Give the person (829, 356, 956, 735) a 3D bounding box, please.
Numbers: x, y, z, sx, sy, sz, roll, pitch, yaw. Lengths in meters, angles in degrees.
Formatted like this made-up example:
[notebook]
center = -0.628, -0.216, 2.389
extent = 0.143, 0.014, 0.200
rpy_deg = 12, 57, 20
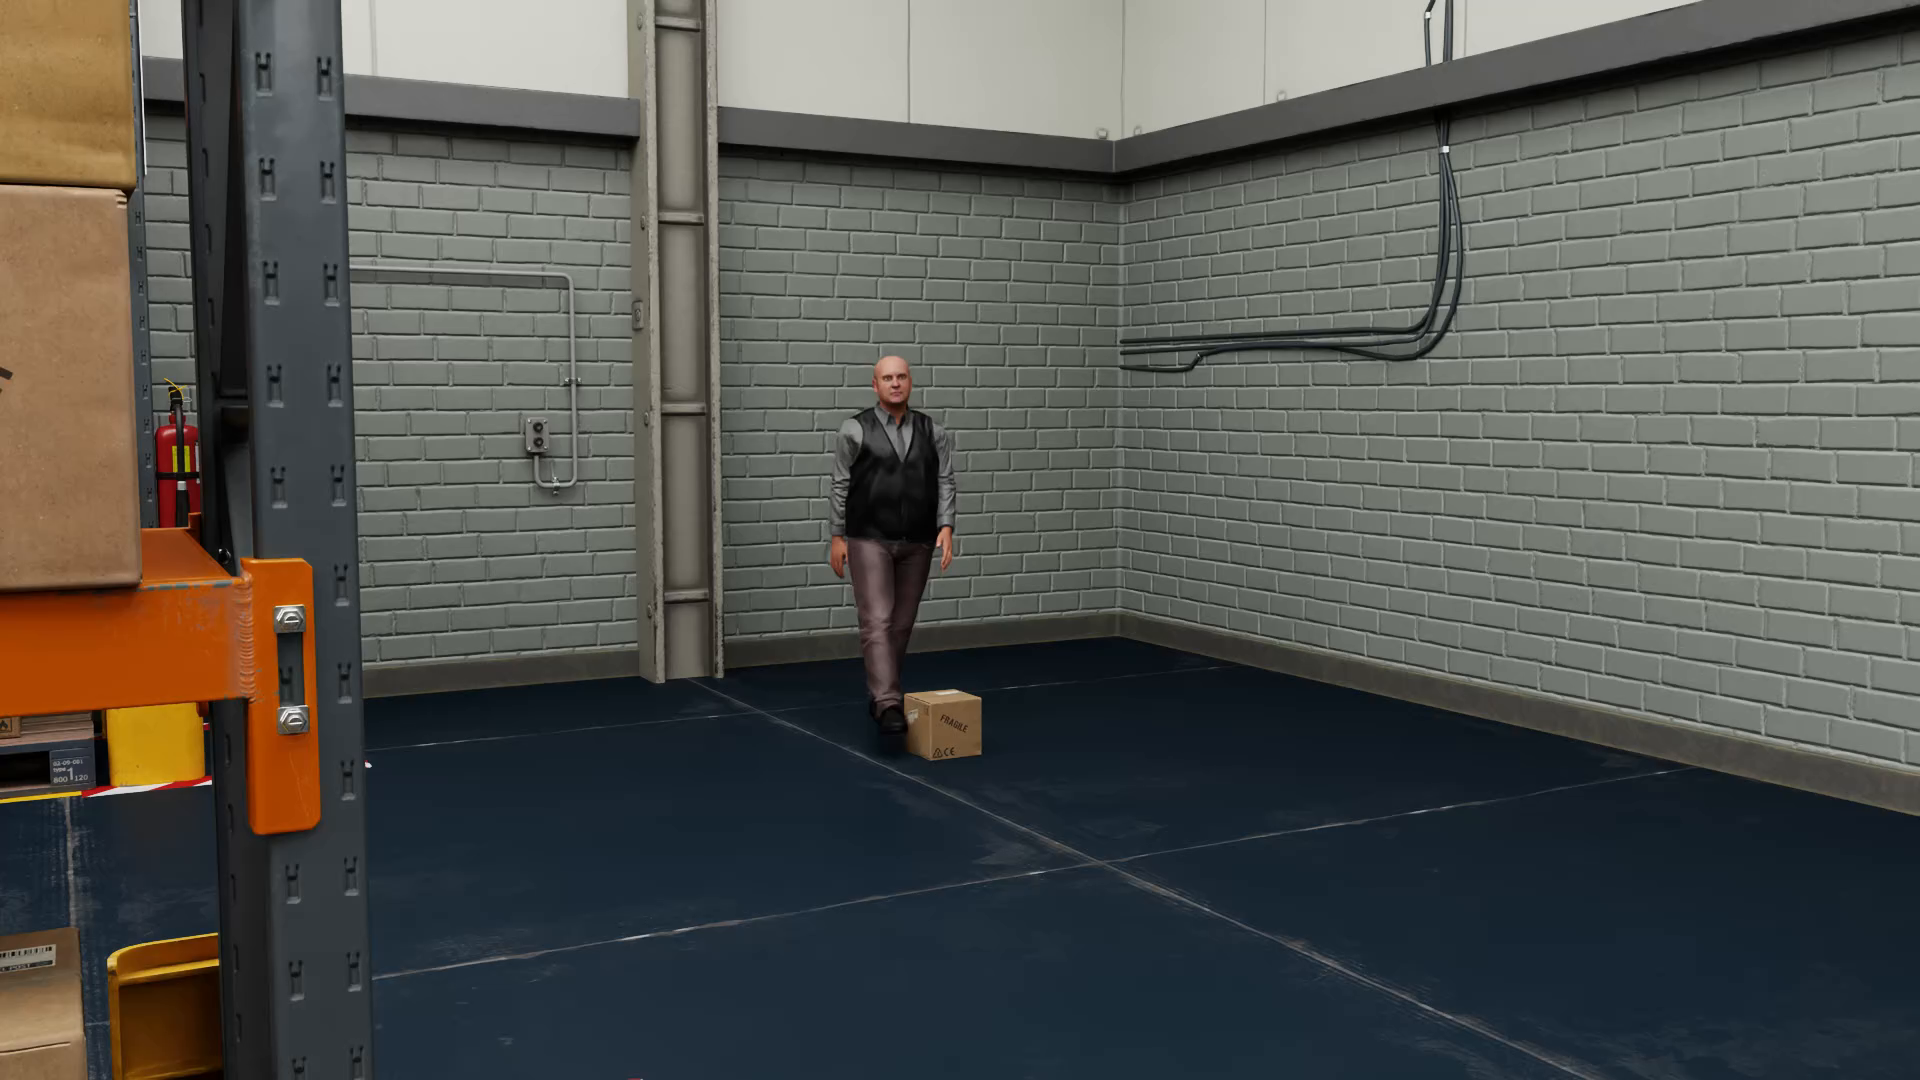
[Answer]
[person]
center = -0.247, 0.025, 7.425
extent = 0.549, 1.690, 0.920
rpy_deg = -2, 5, -22
